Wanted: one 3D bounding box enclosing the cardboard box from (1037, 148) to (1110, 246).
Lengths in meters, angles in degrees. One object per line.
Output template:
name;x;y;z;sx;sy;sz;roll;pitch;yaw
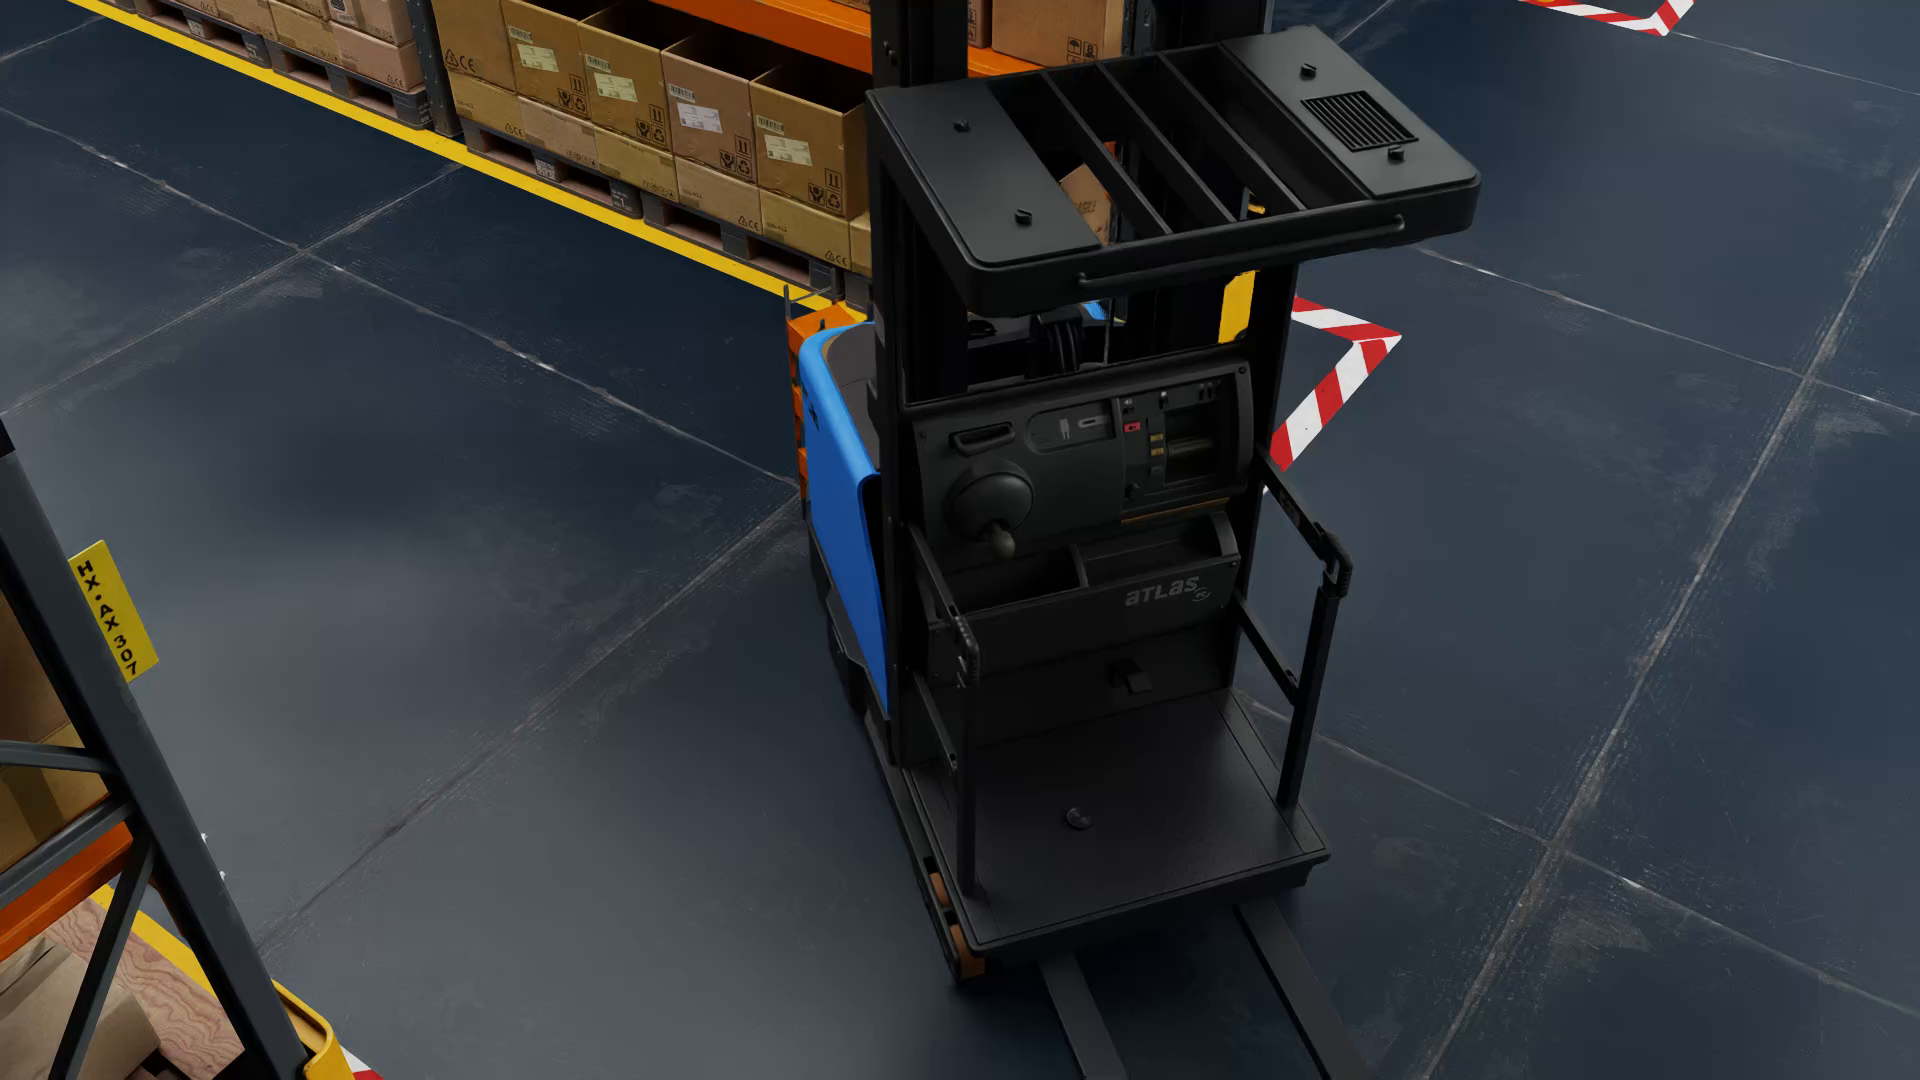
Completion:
cardboard box;0.289;-1.394;6.743;0.500;0.500;0.500;25;48;25

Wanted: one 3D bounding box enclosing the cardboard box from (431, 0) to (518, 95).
cardboard box;-2.176;-2.534;8.017;0.500;0.500;0.500;25;48;25

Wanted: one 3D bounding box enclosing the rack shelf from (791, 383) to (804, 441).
rack shelf;-0.448;-0.431;5.960;0.215;0.259;0.240;-24;47;-24

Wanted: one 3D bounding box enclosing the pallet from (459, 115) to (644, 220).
pallet;-1.749;-2.105;8.444;1.213;0.211;1.003;25;48;25

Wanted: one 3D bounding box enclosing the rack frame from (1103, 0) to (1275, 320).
rack frame;0.899;-1.940;6.168;0.127;3.000;1.000;25;48;25

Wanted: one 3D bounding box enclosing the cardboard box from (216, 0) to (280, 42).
cardboard box;-3.714;-2.994;9.093;0.500;0.250;0.500;26;48;26

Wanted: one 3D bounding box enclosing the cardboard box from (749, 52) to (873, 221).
cardboard box;-0.538;-1.769;7.162;0.500;0.500;0.500;25;48;25

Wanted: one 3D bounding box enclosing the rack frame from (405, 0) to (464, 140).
rack frame;-2.376;-3.471;7.880;0.127;3.000;1.000;25;48;25

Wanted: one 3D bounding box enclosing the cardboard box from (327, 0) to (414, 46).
cardboard box;-2.872;-2.810;8.468;0.500;0.311;0.500;25;48;25

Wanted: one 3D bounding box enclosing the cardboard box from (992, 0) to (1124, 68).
cardboard box;0.524;-2.163;6.342;0.500;0.500;0.700;25;48;25

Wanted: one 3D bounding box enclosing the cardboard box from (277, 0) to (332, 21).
cardboard box;-3.302;-3.006;8.687;0.500;0.311;0.500;26;48;26

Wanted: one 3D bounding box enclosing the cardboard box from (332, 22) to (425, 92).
cardboard box;-2.882;-2.603;8.657;0.500;0.250;0.500;25;47;25

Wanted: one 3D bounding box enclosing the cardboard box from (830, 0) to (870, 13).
cardboard box;-0.312;-2.554;6.780;0.500;0.500;0.700;25;48;26

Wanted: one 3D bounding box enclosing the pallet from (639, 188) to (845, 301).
pallet;-0.746;-1.638;7.922;1.213;0.211;1.003;25;48;25

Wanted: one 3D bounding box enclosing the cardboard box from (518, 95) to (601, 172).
cardboard box;-1.764;-2.066;8.056;0.500;0.250;0.500;25;48;25

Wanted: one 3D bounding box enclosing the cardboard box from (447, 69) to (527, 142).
cardboard box;-2.170;-2.260;8.273;0.500;0.250;0.500;25;48;25

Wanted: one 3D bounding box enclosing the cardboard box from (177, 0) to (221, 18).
cardboard box;-4.130;-3.189;9.312;0.500;0.250;0.500;26;48;26

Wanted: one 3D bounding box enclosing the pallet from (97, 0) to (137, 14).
pallet;-4.999;-3.627;10.145;1.213;0.211;1.003;25;48;25

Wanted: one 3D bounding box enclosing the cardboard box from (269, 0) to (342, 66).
cardboard box;-3.295;-2.798;8.875;0.500;0.250;0.500;24;47;25

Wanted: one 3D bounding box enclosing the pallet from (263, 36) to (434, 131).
pallet;-3.001;-2.693;9.101;1.213;0.211;1.003;25;48;25

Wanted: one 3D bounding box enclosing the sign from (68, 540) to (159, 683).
sign;-1.631;0.147;3.187;0.005;0.325;0.100;25;48;25

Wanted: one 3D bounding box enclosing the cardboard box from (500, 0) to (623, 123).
cardboard box;-1.762;-2.347;7.808;0.500;0.500;0.500;25;48;25

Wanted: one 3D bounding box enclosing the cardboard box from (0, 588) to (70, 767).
cardboard box;-2.160;0.188;3.325;0.500;0.500;0.500;25;48;25

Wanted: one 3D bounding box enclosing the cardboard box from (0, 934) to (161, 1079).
cardboard box;-2.457;1.290;4.245;0.500;0.311;0.500;20;46;21

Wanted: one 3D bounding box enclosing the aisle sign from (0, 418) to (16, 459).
aisle sign;-1.711;-0.339;2.430;0.004;0.787;0.394;25;48;25

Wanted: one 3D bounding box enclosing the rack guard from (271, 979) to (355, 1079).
rack guard;-2.004;1.669;4.010;0.348;0.500;1.175;25;48;25

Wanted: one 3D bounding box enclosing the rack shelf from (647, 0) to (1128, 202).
rack shelf;-0.738;-2.437;7.264;4.000;0.370;1.077;25;48;25

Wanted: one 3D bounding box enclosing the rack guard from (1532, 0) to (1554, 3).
rack guard;3.657;-3.714;10.026;0.348;0.500;1.175;25;48;25

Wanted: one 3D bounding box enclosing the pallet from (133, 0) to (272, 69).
pallet;-4.004;-3.159;9.623;1.213;0.211;1.003;25;48;25

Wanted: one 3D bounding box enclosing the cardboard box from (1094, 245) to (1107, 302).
cardboard box;0.290;-1.115;6.994;0.500;0.250;0.500;25;48;25

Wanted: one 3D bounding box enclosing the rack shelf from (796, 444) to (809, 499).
rack shelf;-0.448;-0.224;6.146;0.215;0.259;0.240;-24;47;-24

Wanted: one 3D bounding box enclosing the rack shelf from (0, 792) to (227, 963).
rack shelf;-3.580;0.269;4.240;4.000;0.370;1.077;25;48;25

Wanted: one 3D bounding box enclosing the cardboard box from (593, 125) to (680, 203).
cardboard box;-1.357;-1.871;7.839;0.500;0.250;0.500;25;48;25

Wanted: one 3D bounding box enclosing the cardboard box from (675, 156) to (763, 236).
cardboard box;-0.945;-1.683;7.629;0.500;0.250;0.500;25;48;25

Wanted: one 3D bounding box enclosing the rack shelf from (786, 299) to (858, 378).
rack shelf;-0.448;-0.642;5.771;0.215;0.259;0.240;-24;47;-24

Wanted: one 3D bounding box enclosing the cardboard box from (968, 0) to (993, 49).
cardboard box;0.092;-2.361;6.564;0.500;0.500;0.700;26;48;26

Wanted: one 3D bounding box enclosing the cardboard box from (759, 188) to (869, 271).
cardboard box;-0.536;-1.491;7.414;0.500;0.250;0.500;25;48;25

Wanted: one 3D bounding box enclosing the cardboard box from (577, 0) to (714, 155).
cardboard box;-1.357;-2.151;7.589;0.500;0.500;0.500;25;48;25

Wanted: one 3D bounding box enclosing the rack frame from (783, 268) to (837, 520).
rack frame;-0.515;-0.507;6.029;0.200;1.050;0.008;-24;47;-24

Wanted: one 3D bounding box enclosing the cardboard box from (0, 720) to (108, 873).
cardboard box;-2.159;0.455;3.590;0.500;0.250;0.500;24;47;24

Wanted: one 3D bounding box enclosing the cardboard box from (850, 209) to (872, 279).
cardboard box;-0.126;-1.300;7.201;0.500;0.250;0.500;25;48;25

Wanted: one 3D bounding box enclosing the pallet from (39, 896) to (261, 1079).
pallet;-2.649;1.446;4.476;1.213;0.211;1.003;25;48;25

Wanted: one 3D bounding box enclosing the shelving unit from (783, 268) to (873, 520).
shelving unit;-0.448;-0.439;5.953;0.215;1.050;0.252;-24;47;-24

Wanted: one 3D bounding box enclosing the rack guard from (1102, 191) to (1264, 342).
rack guard;0.919;-0.999;6.991;0.348;0.500;1.175;25;48;25

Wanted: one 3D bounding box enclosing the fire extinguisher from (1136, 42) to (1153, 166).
fire extinguisher;0.729;-1.612;5.860;0.183;0.674;0.296;25;48;25

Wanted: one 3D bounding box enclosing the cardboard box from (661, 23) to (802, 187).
cardboard box;-0.947;-1.961;7.377;0.500;0.500;0.500;25;48;25

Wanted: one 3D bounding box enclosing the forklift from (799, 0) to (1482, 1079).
forklift;0.402;-0.129;4.197;1.130;2.935;3.031;-12;43;-13

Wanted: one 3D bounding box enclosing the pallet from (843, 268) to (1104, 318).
pallet;0.249;-1.170;7.400;1.213;0.211;1.003;25;48;25

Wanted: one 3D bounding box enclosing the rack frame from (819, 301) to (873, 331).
rack frame;-0.380;-0.371;5.878;0.200;1.050;0.008;-24;47;-24
